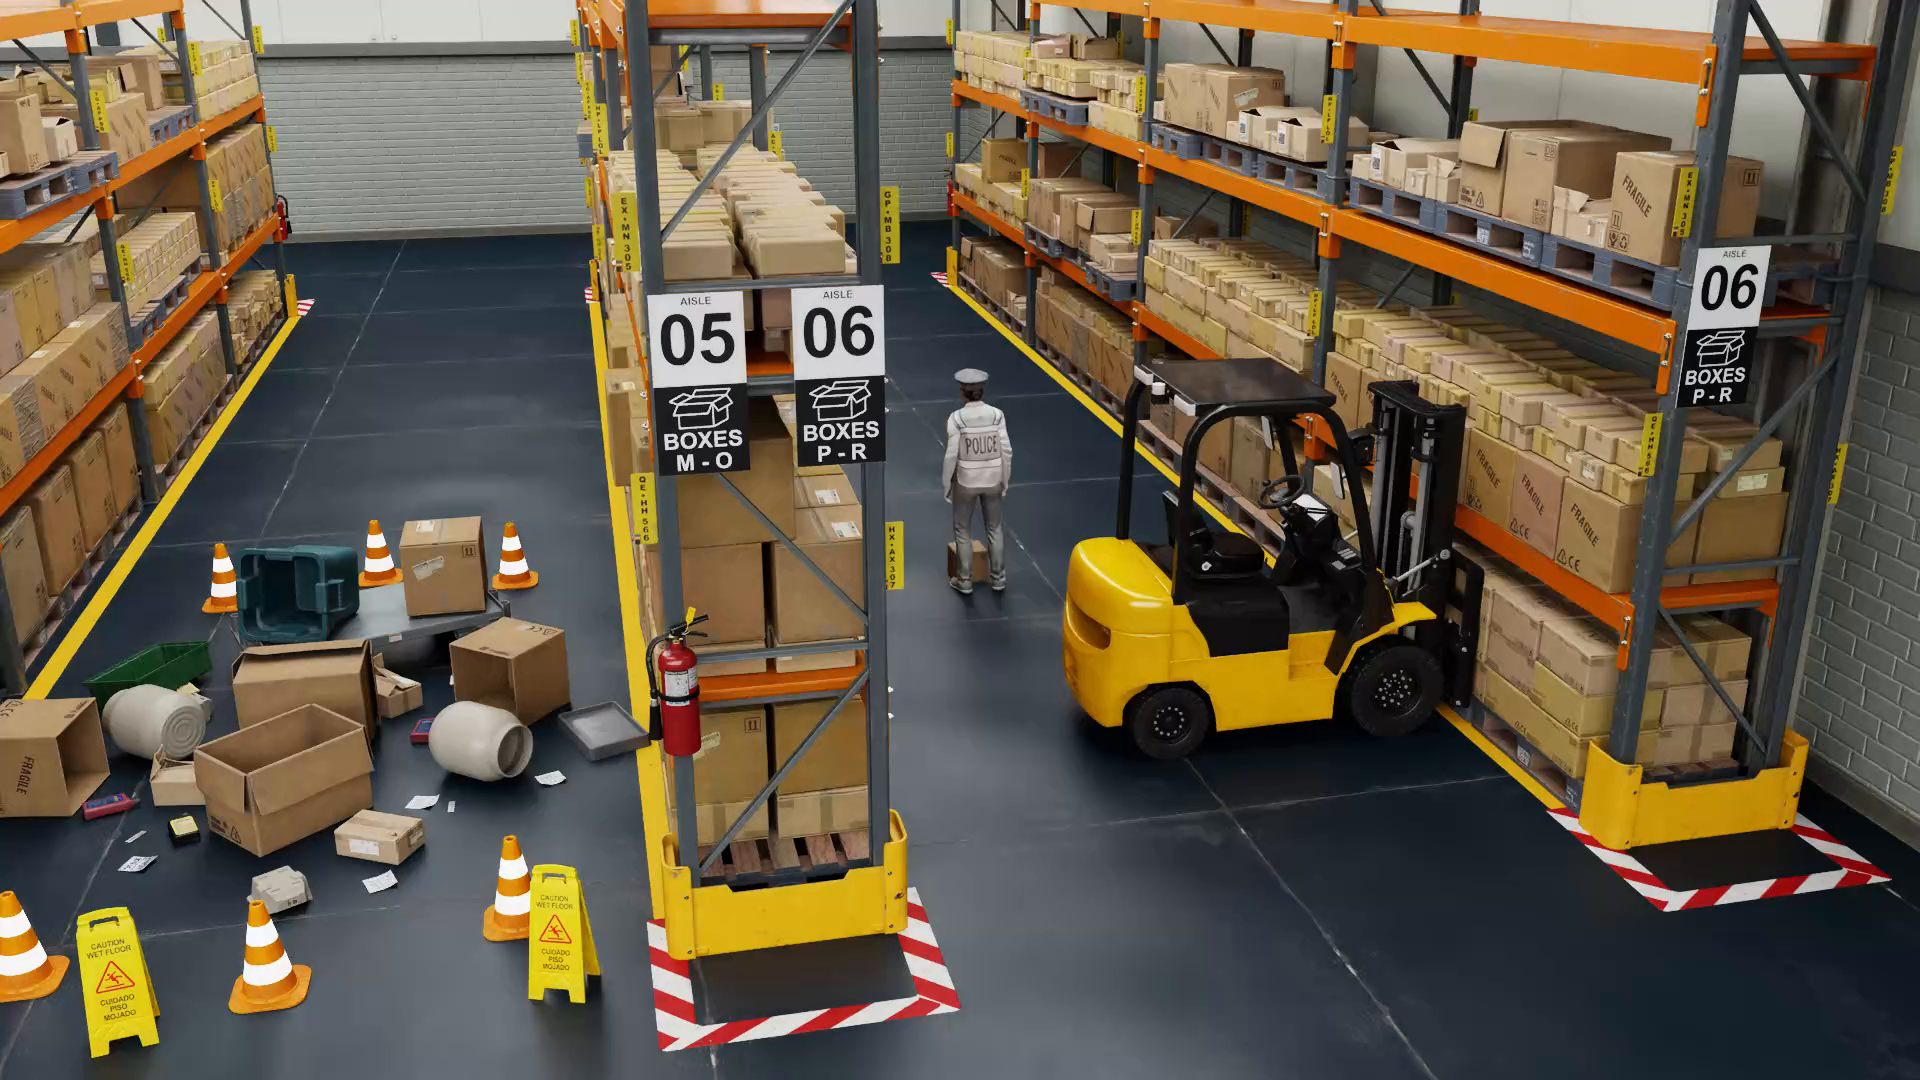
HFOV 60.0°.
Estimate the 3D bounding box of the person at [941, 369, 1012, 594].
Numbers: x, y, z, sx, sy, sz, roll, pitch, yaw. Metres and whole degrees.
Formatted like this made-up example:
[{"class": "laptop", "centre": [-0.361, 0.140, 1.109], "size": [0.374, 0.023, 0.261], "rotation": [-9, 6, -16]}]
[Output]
[{"class": "person", "centre": [0.116, -0.415, 12.222], "size": [0.538, 1.662, 0.373], "rotation": [-6, 21, -16]}]
